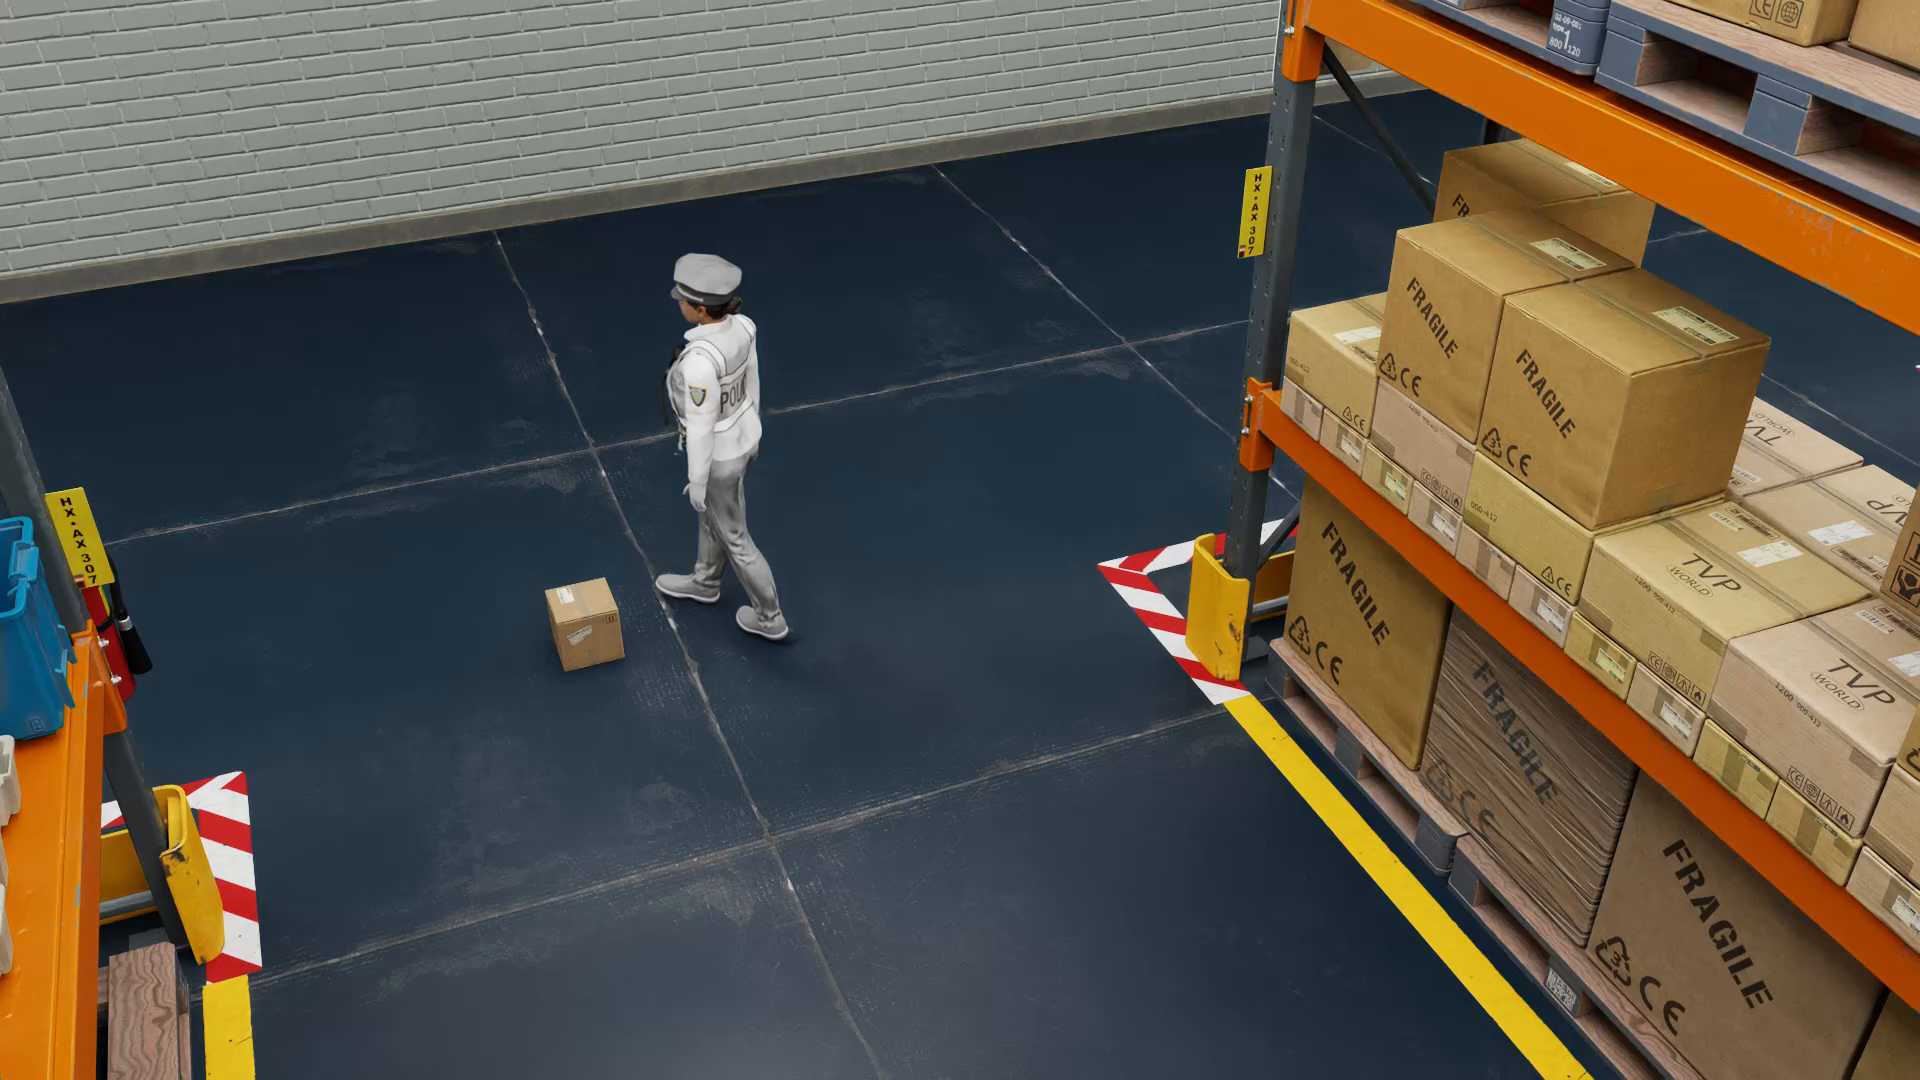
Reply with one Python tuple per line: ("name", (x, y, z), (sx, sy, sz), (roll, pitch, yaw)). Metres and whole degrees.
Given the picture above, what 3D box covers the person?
("person", (-1.024, -0.366, 6.667), (0.681, 1.664, 0.504), (10, 35, 15))
